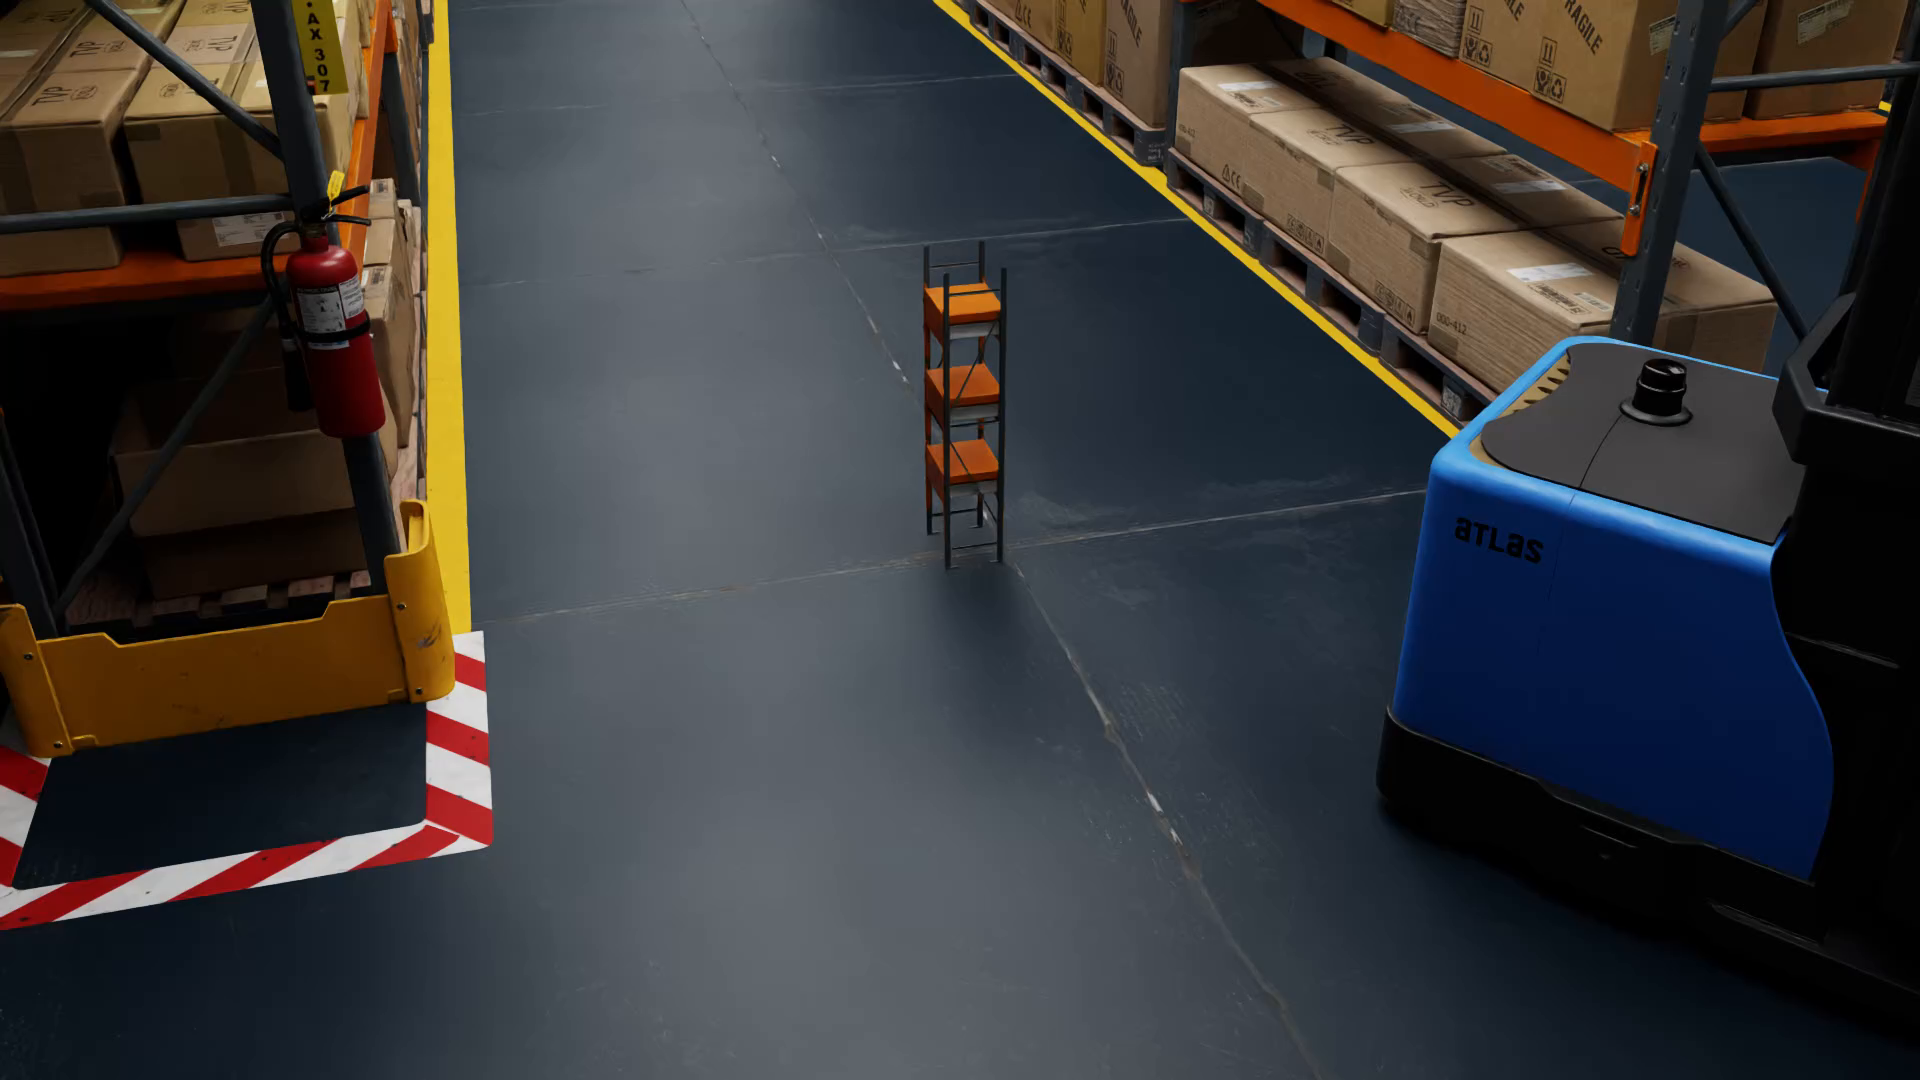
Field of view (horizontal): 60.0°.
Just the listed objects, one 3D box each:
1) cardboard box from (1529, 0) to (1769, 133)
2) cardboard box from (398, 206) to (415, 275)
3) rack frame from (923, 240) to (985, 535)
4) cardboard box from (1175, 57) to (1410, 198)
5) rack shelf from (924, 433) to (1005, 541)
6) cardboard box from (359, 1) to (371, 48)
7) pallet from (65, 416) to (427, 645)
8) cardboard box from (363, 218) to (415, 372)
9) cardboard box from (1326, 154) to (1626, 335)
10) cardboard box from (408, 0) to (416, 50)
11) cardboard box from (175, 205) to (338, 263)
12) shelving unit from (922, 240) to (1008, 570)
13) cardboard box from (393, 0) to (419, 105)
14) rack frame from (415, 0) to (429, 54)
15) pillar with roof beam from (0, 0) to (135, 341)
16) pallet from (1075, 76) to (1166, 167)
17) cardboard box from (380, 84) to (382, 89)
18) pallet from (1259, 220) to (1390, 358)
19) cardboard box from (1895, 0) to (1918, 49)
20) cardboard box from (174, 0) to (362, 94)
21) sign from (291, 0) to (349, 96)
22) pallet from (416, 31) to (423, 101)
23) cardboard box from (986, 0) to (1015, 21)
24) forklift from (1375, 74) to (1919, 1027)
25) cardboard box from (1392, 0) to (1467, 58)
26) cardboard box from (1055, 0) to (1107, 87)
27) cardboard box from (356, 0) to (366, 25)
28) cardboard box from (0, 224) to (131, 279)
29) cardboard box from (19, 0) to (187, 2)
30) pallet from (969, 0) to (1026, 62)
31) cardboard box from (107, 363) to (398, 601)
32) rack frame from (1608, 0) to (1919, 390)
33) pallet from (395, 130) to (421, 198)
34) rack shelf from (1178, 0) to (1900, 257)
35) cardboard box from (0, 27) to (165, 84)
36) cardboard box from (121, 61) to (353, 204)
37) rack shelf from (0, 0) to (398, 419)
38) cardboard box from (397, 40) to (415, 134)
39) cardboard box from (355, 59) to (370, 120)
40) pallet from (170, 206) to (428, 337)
[{"bbox_3d":[2.310,-1.702,5.597,0.500,0.500,0.500,-8,31,-13],"label":"cardboard box"},{"bbox_3d":[-2.627,-1.327,7.359,0.396,0.266,0.258,-7,31,-11],"label":"cardboard box"},{"bbox_3d":[-0.018,-0.487,5.544,0.200,1.050,0.008,-8,31,-13],"label":"rack frame"},{"bbox_3d":[1.695,-2.148,8.606,0.875,0.438,0.875,-8,31,-14],"label":"cardboard box"},{"bbox_3d":[0.014,-0.179,5.587,0.215,0.259,0.240,-8,31,-13],"label":"rack shelf"},{"bbox_3d":[-2.504,-2.007,6.474,0.380,0.149,0.250,-8,31,-14],"label":"cardboard box"},{"bbox_3d":[-2.324,-0.014,5.564,1.003,0.211,1.213,-8,31,-13],"label":"pallet"},{"bbox_3d":[-2.395,-0.894,6.376,0.500,0.500,0.500,-7,31,-12],"label":"cardboard box"},{"bbox_3d":[2.171,-1.280,7.106,0.875,0.438,0.875,-7,31,-12],"label":"cardboard box"},{"bbox_3d":[-3.772,-3.344,10.610,0.500,0.500,0.500,-8,31,-14],"label":"cardboard box"},{"bbox_3d":[-1.914,-0.886,4.537,0.380,0.149,0.250,-8,31,-14],"label":"cardboard box"},{"bbox_3d":[0.014,-0.429,5.442,0.215,1.050,0.252,-8,31,-13],"label":"shelving unit"},{"bbox_3d":[-3.475,-2.844,9.745,0.500,0.500,0.500,-9,31,-15],"label":"cardboard box"},{"bbox_3d":[-4.214,-4.663,10.812,1.000,3.000,0.127,-8,31,-13],"label":"rack frame"},{"bbox_3d":[0.314,-5.444,6.173,9.100,9.000,0.400,-8,31,-13],"label":"pillar with roof beam"},{"bbox_3d":[1.354,-2.549,9.943,1.003,0.211,1.213,-8,31,-13],"label":"pallet"},{"bbox_3d":[-2.991,-2.321,8.193,0.380,0.149,0.250,-6,31,-11],"label":"cardboard box"},{"bbox_3d":[2.086,-1.218,7.644,1.003,0.211,1.213,-8,31,-13],"label":"pallet"},{"bbox_3d":[5.938,-3.524,10.920,0.500,0.500,0.500,-8,31,-14],"label":"cardboard box"},{"bbox_3d":[-2.223,-1.606,5.383,0.500,0.250,0.500,-8,31,-14],"label":"cardboard box"},{"bbox_3d":[-1.568,-1.246,4.045,0.100,0.325,0.005,-8,31,-13],"label":"sign"},{"bbox_3d":[-4.053,-3.091,10.879,1.003,0.211,1.213,-8,31,-13],"label":"pallet"},{"bbox_3d":[0.673,-4.243,11.787,0.875,0.875,0.875,-8,31,-14],"label":"cardboard box"},{"bbox_3d":[2.602,-0.292,3.328,3.031,2.935,1.130,21,36,31],"label":"forklift"},{"bbox_3d":[2.046,-2.194,6.446,0.500,0.500,0.500,-7,31,-12],"label":"cardboard box"},{"bbox_3d":[1.143,-3.379,10.296,0.875,0.875,0.875,-7,31,-12],"label":"cardboard box"},{"bbox_3d":[-2.515,-2.099,6.235,0.500,0.250,0.500,-8,31,-14],"label":"cardboard box"},{"bbox_3d":[-2.438,-0.815,4.415,0.380,0.149,0.250,-8,31,-14],"label":"cardboard box"},{"bbox_3d":[-2.870,-1.792,5.704,0.500,0.250,0.500,-8,31,-13],"label":"cardboard box"},{"bbox_3d":[0.707,-3.727,11.979,1.003,0.211,1.213,-8,31,-13],"label":"pallet"},{"bbox_3d":[-2.162,-0.209,5.189,0.797,0.503,0.637,-9,31,-15],"label":"cardboard box"},{"bbox_3d":[2.694,-1.461,5.280,1.000,3.000,0.127,-8,31,-13],"label":"rack frame"},{"bbox_3d":[-3.405,-1.912,8.843,1.003,0.211,1.213,-8,31,-13],"label":"pallet"},{"bbox_3d":[2.163,-2.116,7.129,1.077,0.370,4.000,-8,31,-13],"label":"rack shelf"},{"bbox_3d":[-2.605,-1.299,4.853,0.500,0.250,0.500,-8,31,-13],"label":"cardboard box"},{"bbox_3d":[-1.952,-1.118,4.540,0.500,0.250,0.500,-8,31,-13],"label":"cardboard box"},{"bbox_3d":[-2.622,-1.454,5.986,1.077,0.370,4.000,-8,31,-13],"label":"rack shelf"},{"bbox_3d":[-3.215,-2.351,8.893,0.500,0.500,0.500,-8,31,-14],"label":"cardboard box"},{"bbox_3d":[-2.208,-1.515,5.623,0.380,0.149,0.250,-9,31,-15],"label":"cardboard box"},{"bbox_3d":[-2.971,-1.193,7.600,1.003,0.211,1.213,-8,31,-13],"label":"pallet"}]
